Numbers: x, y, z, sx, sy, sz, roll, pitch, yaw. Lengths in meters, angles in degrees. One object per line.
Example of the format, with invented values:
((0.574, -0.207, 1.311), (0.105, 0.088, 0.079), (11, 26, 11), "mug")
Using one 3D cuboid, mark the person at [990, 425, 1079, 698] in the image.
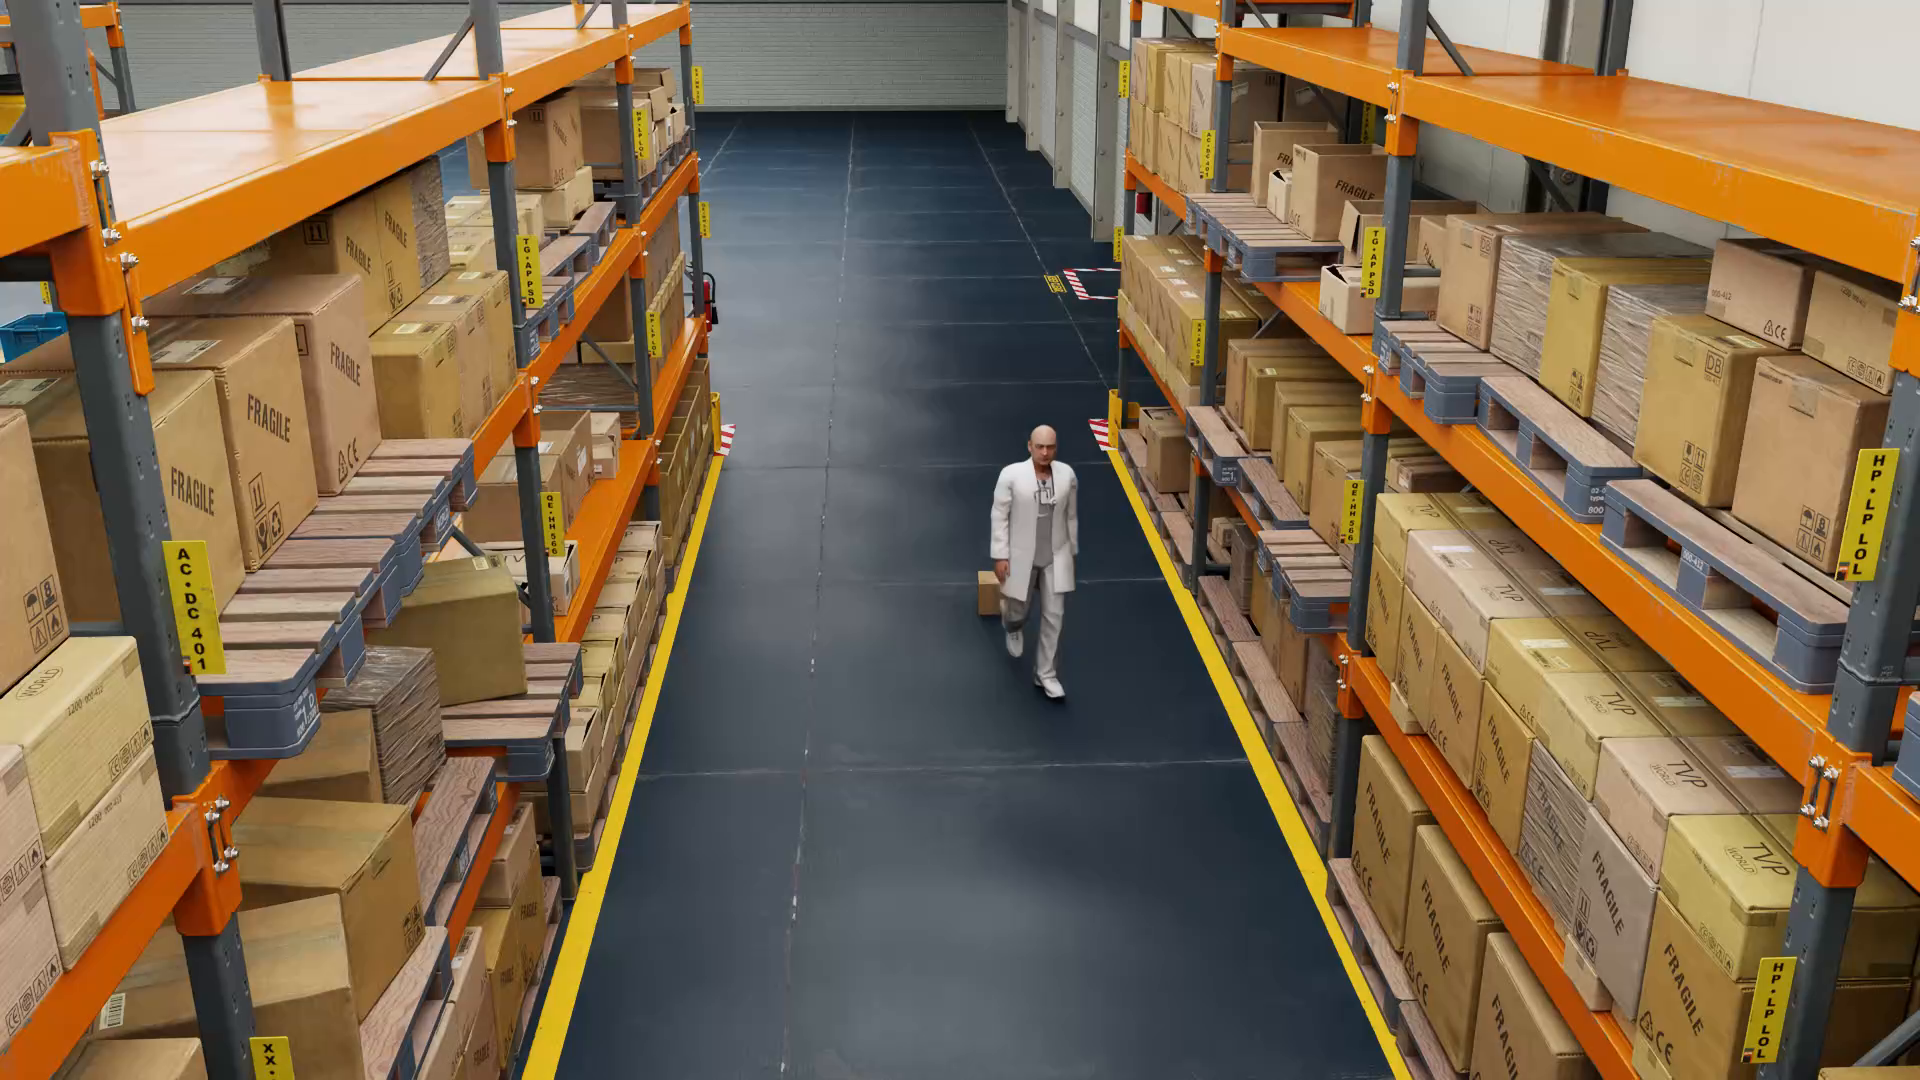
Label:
((0.476, 0.083, 10.829), (0.598, 1.753, 0.885), (-4, 20, -10), "person")
